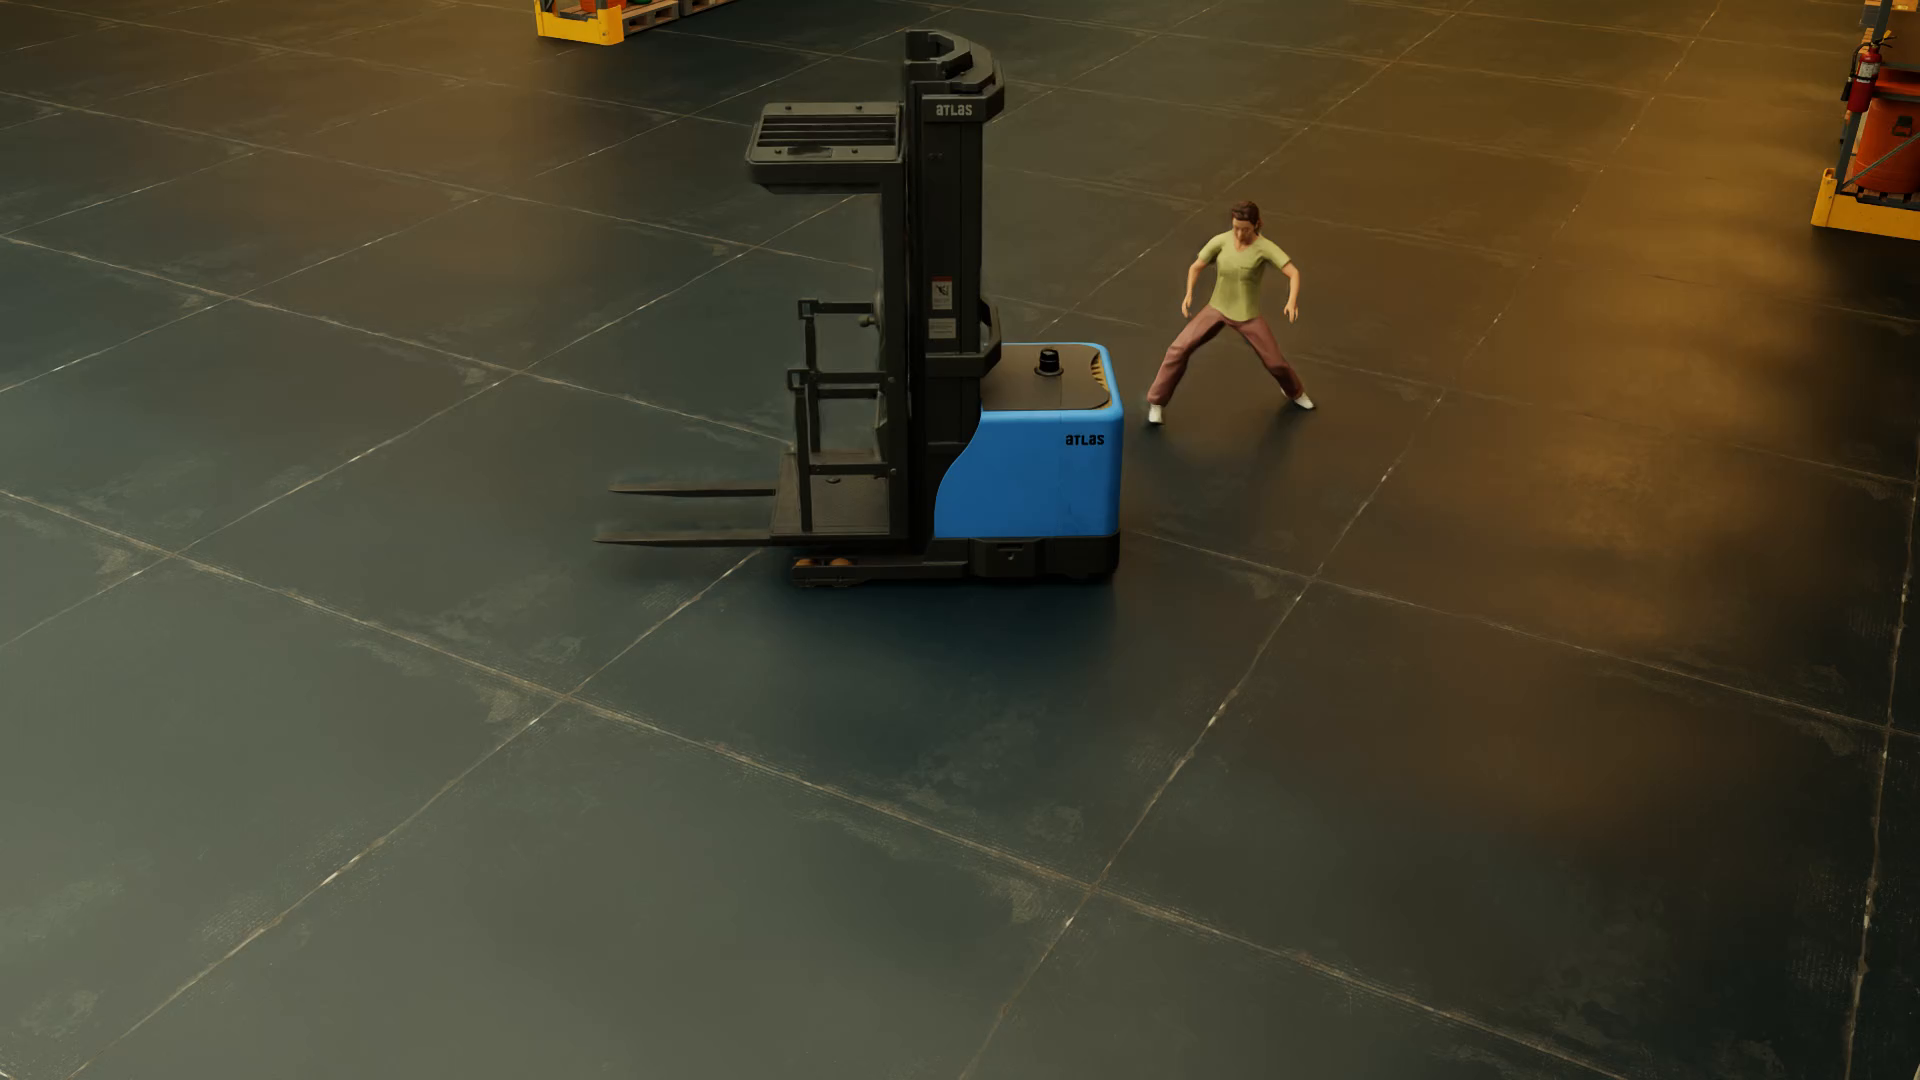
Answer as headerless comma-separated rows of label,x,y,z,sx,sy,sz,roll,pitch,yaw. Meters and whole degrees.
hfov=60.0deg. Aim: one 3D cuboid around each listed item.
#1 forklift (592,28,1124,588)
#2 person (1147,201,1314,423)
forklift,-0.610,-1.261,9.256,3.031,2.935,1.130,-1,30,-1
person,1.871,-1.517,11.170,1.025,1.519,0.953,13,32,21
